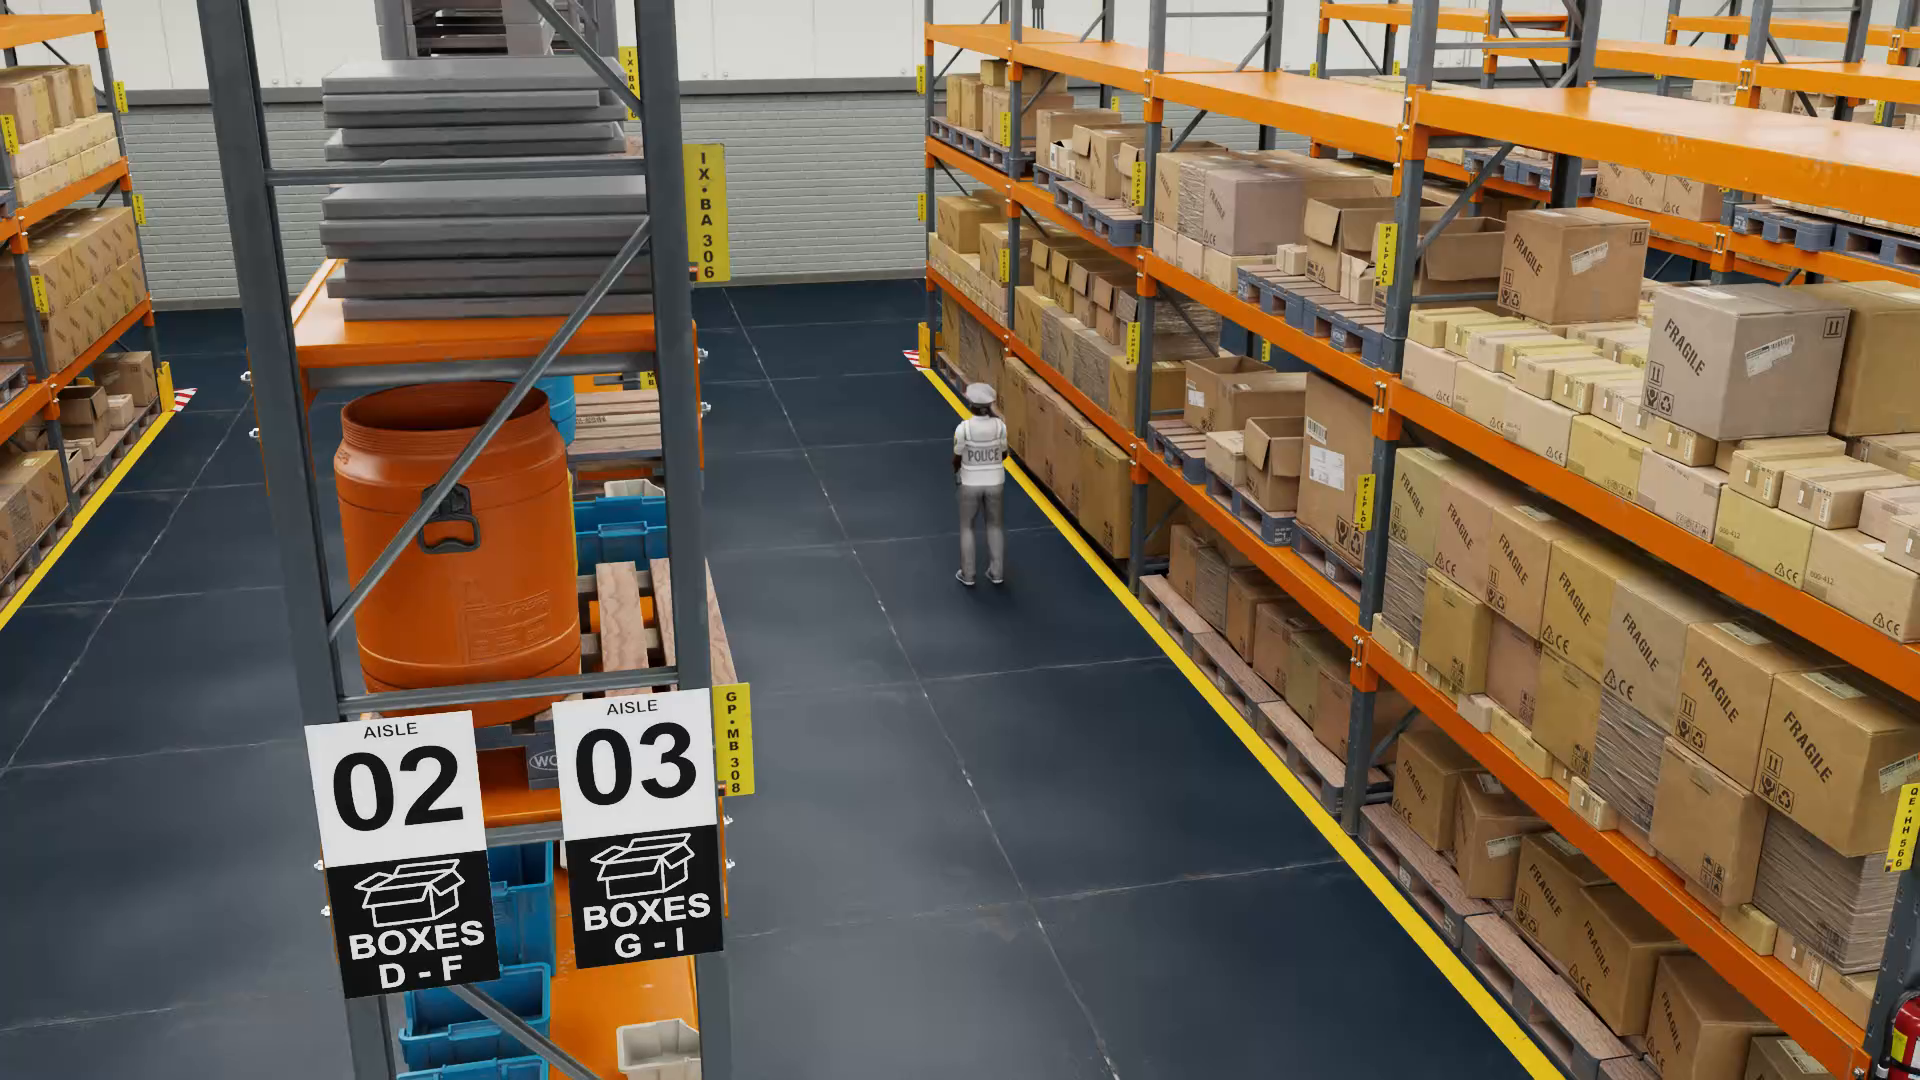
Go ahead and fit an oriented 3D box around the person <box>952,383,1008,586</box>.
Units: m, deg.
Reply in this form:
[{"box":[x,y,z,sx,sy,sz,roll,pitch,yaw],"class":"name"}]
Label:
[{"box":[0.149,-0.478,13.628,0.464,1.692,0.508,-5,20,-13],"class":"person"}]
